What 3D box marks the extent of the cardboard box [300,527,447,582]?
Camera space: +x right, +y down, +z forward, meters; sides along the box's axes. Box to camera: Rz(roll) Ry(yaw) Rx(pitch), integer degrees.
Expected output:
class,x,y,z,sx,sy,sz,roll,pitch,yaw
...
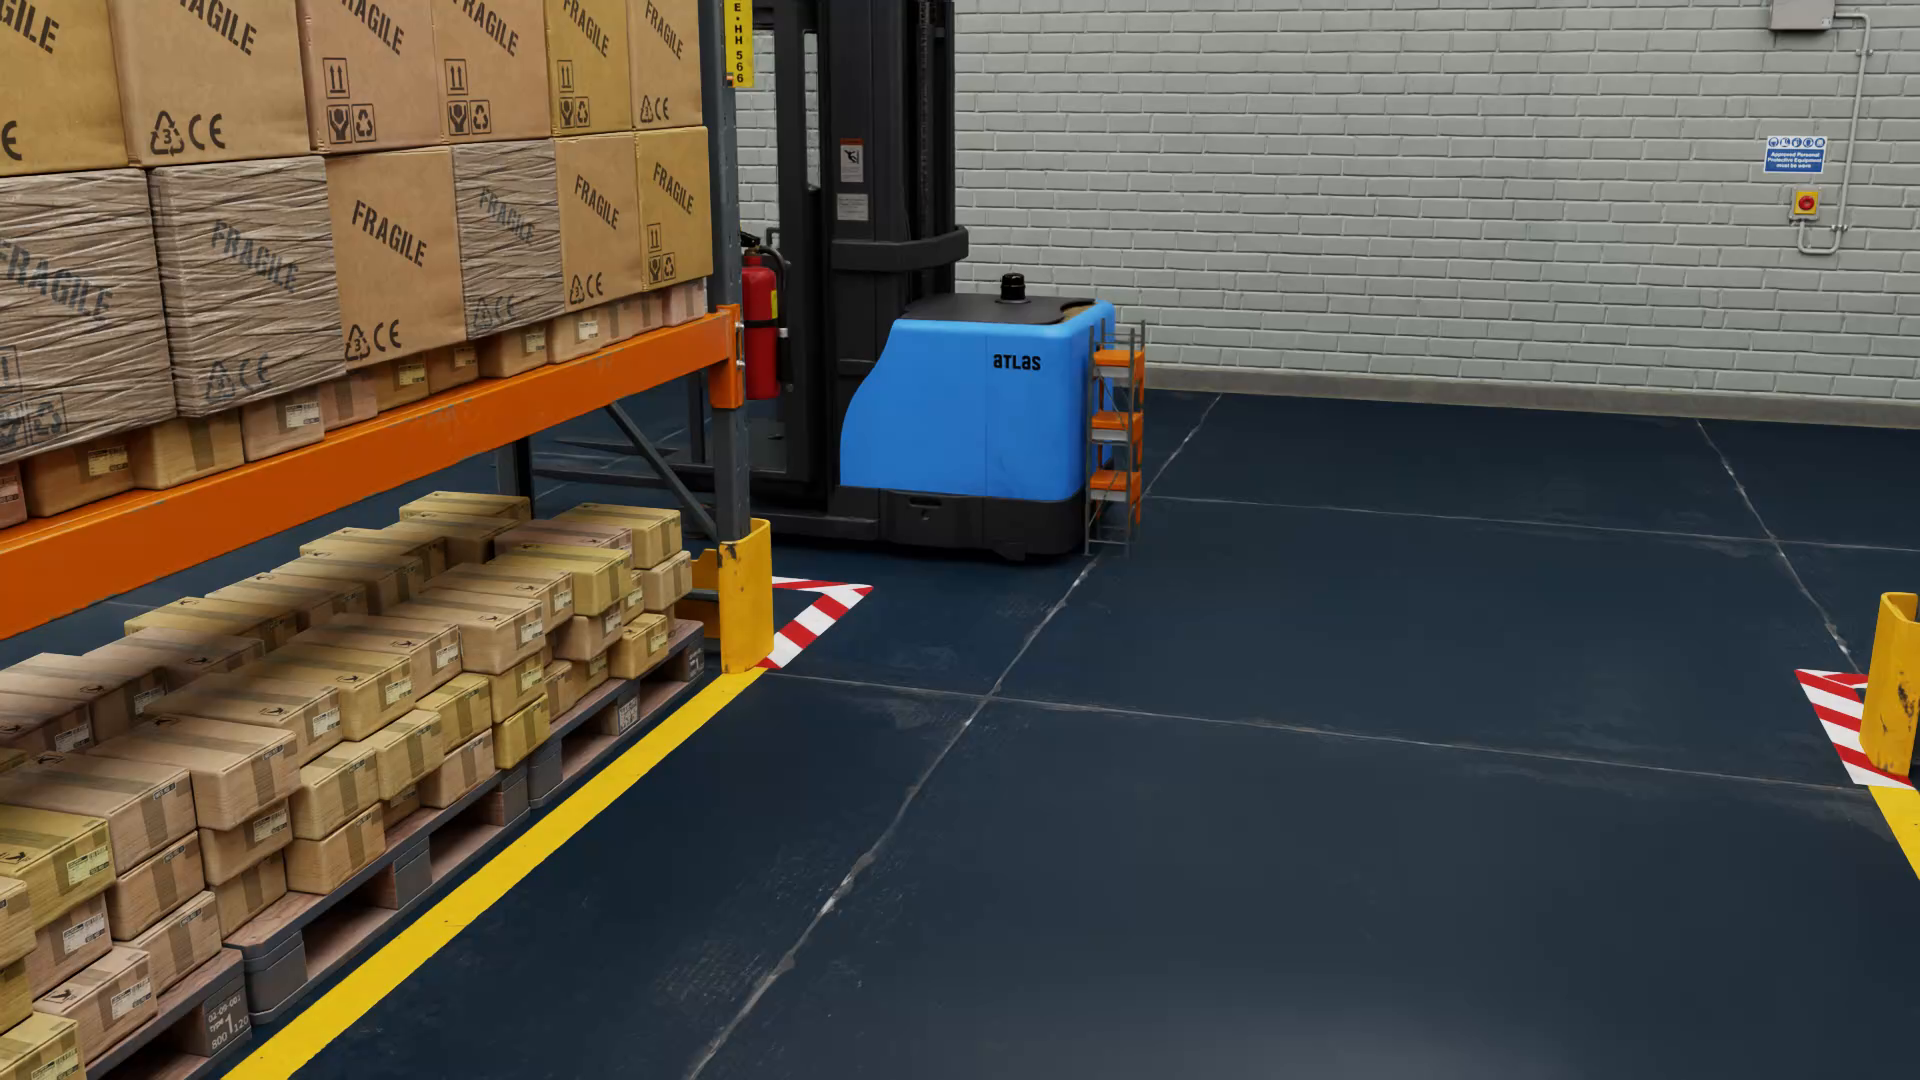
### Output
class,x,y,z,sx,sy,sz,roll,pitch,yaw
cardboard box,-1.914,0.074,5.438,0.380,0.149,0.250,5,16,16

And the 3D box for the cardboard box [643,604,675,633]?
class,x,y,z,sx,sy,sz,roll,pitch,yaw
cardboard box,-1.232,0.266,5.851,0.380,0.149,0.250,5,17,17

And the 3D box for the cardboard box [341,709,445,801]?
class,x,y,z,sx,sy,sz,roll,pitch,yaw
cardboard box,-1.582,0.541,4.334,0.380,0.149,0.250,5,17,16

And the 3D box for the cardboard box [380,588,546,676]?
class,x,y,z,sx,sy,sz,roll,pitch,yaw
cardboard box,-1.425,0.260,4.781,0.380,0.149,0.250,5,17,18

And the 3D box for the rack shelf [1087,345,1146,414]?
class,x,y,z,sx,sy,sz,roll,pitch,yaw
rack shelf,0.701,-0.722,7.450,0.215,0.259,0.240,5,17,16

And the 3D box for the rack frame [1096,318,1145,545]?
class,x,y,z,sx,sy,sz,roll,pitch,yaw
rack frame,0.736,-0.491,7.637,0.200,1.050,0.008,5,17,16

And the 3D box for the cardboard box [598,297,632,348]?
class,x,y,z,sx,sy,sz,roll,pitch,yaw
cardboard box,-1.267,-0.701,5.264,0.380,0.149,0.250,4,16,15

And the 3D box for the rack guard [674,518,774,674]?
class,x,y,z,sx,sy,sz,roll,pitch,yaw
rack guard,-1.304,0.165,6.333,1.175,0.500,0.348,5,16,16

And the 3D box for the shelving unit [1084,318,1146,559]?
class,x,y,z,sx,sy,sz,roll,pitch,yaw
shelving unit,0.701,-0.459,7.524,0.215,1.050,0.252,5,17,16

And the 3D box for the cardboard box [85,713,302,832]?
class,x,y,z,sx,sy,sz,roll,pitch,yaw
cardboard box,-1.760,0.530,3.828,0.380,0.149,0.250,5,17,17

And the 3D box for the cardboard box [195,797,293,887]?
class,x,y,z,sx,sy,sz,roll,pitch,yaw
cardboard box,-1.808,0.665,3.898,0.380,0.149,0.250,5,17,18

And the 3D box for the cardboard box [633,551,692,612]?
class,x,y,z,sx,sy,sz,roll,pitch,yaw
cardboard box,-1.159,0.129,5.788,0.380,0.149,0.250,4,16,14

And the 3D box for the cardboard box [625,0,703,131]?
class,x,y,z,sx,sy,sz,roll,pitch,yaw
cardboard box,-1.174,-1.591,5.381,0.500,0.500,0.500,4,16,15

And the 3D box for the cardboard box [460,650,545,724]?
class,x,y,z,sx,sy,sz,roll,pitch,yaw
cardboard box,-1.439,0.401,4.827,0.380,0.149,0.250,5,17,17

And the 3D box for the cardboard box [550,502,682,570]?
class,x,y,z,sx,sy,sz,roll,pitch,yaw
cardboard box,-1.190,-0.016,5.755,0.380,0.149,0.250,5,17,17

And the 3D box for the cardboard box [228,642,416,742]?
class,x,y,z,sx,sy,sz,roll,pitch,yaw
cardboard box,-1.654,0.391,4.318,0.380,0.149,0.250,5,17,16

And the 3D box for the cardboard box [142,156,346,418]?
class,x,y,z,sx,sy,sz,roll,pitch,yaw
cardboard box,-1.725,-0.572,3.619,0.500,0.500,0.500,4,16,15

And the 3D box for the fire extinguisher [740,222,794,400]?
class,x,y,z,sx,sy,sz,roll,pitch,yaw
fire extinguisher,-0.768,-0.871,6.229,0.296,0.674,0.183,5,16,16

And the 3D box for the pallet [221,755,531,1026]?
class,x,y,z,sx,sy,sz,roll,pitch,yaw
pallet,-1.917,0.832,4.511,1.003,0.211,1.213,5,16,16

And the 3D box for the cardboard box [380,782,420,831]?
class,x,y,z,sx,sy,sz,roll,pitch,yaw
cardboard box,-1.676,0.671,4.423,0.380,0.149,0.250,5,17,17

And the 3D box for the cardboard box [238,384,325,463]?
class,x,y,z,sx,sy,sz,roll,pitch,yaw
cardboard box,-1.697,-0.288,3.806,0.380,0.149,0.250,5,17,18

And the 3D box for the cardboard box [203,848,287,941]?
class,x,y,z,sx,sy,sz,roll,pitch,yaw
cardboard box,-1.844,0.806,3.947,0.380,0.149,0.250,4,16,13

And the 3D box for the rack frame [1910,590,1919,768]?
class,x,y,z,sx,sy,sz,roll,pitch,yaw
rack frame,3.492,-0.700,4.802,1.000,3.000,0.127,5,16,16

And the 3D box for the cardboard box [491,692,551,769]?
class,x,y,z,sx,sy,sz,roll,pitch,yaw
cardboard box,-1.436,0.540,4.882,0.380,0.149,0.250,4,16,13

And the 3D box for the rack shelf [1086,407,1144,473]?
class,x,y,z,sx,sy,sz,roll,pitch,yaw
rack shelf,0.701,-0.449,7.527,0.215,0.259,0.240,5,17,16

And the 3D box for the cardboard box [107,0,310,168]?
class,x,y,z,sx,sy,sz,roll,pitch,yaw
cardboard box,-1.752,-1.049,3.470,0.500,0.500,0.500,5,17,17

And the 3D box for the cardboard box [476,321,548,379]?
class,x,y,z,sx,sy,sz,roll,pitch,yaw
cardboard box,-1.421,-0.566,4.787,0.380,0.149,0.250,4,16,13

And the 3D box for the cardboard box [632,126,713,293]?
class,x,y,z,sx,sy,sz,roll,pitch,yaw
cardboard box,-1.163,-1.112,5.523,0.500,0.500,0.500,5,17,17

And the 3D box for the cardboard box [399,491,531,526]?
class,x,y,z,sx,sy,sz,roll,pitch,yaw
cardboard box,-1.757,-0.064,5.922,0.380,0.149,0.250,4,16,13

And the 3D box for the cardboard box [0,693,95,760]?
class,x,y,z,sx,sy,sz,roll,pitch,yaw
cardboard box,-2.332,0.483,3.993,0.380,0.149,0.250,4,16,13

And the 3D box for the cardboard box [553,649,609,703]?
class,x,y,z,sx,sy,sz,roll,pitch,yaw
cardboard box,-1.366,0.403,5.366,0.380,0.149,0.250,5,16,16

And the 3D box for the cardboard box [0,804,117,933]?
class,x,y,z,sx,sy,sz,roll,pitch,yaw
cardboard box,-1.963,0.660,3.369,0.380,0.149,0.250,4,16,15

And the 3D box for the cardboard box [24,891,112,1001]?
class,x,y,z,sx,sy,sz,roll,pitch,yaw
cardboard box,-1.989,0.805,3.403,0.380,0.149,0.250,5,16,16

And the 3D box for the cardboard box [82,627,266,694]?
class,x,y,z,sx,sy,sz,roll,pitch,yaw
cardboard box,-2.092,0.355,4.445,0.380,0.149,0.250,5,16,16

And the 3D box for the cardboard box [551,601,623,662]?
class,x,y,z,sx,sy,sz,roll,pitch,yaw
cardboard box,-1.305,0.265,5.308,0.380,0.149,0.250,4,16,14

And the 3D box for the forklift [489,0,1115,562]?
class,x,y,z,sx,sy,sz,roll,pitch,yaw
forklift,-0.820,-1.531,7.855,3.031,2.935,1.130,5,17,17

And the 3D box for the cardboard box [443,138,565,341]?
class,x,y,z,sx,sy,sz,roll,pitch,yaw
cardboard box,-1.449,-0.844,4.579,0.500,0.500,0.500,5,16,16

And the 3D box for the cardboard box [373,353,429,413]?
class,x,y,z,sx,sy,sz,roll,pitch,yaw
cardboard box,-1.614,-0.429,4.305,0.380,0.149,0.250,5,17,17

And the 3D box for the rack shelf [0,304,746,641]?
class,x,y,z,sx,sy,sz,roll,pitch,yaw
rack shelf,-1.851,-0.189,4.315,1.077,0.370,4.000,5,16,16

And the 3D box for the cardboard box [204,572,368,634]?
class,x,y,z,sx,sy,sz,roll,pitch,yaw
cardboard box,-1.993,0.217,4.933,0.380,0.149,0.250,5,17,18

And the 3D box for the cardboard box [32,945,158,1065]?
class,x,y,z,sx,sy,sz,roll,pitch,yaw
cardboard box,-1.911,0.949,3.441,0.380,0.149,0.250,5,16,16

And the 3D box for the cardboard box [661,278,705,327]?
class,x,y,z,sx,sy,sz,roll,pitch,yaw
cardboard box,-1.104,-0.830,5.718,0.380,0.149,0.250,5,16,16

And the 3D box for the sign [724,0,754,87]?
class,x,y,z,sx,sy,sz,roll,pitch,yaw
sign,-0.756,-1.719,5.691,0.100,0.325,0.005,5,16,16

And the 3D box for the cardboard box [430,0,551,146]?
class,x,y,z,sx,sy,sz,roll,pitch,yaw
cardboard box,-1.457,-1.322,4.432,0.500,0.500,0.500,6,17,19

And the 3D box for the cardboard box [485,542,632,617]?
class,x,y,z,sx,sy,sz,roll,pitch,yaw
cardboard box,-1.268,0.122,5.265,0.380,0.149,0.250,4,16,15

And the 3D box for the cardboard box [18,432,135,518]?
class,x,y,z,sx,sy,sz,roll,pitch,yaw
cardboard box,-1.914,-0.157,3.346,0.380,0.149,0.250,4,16,13
